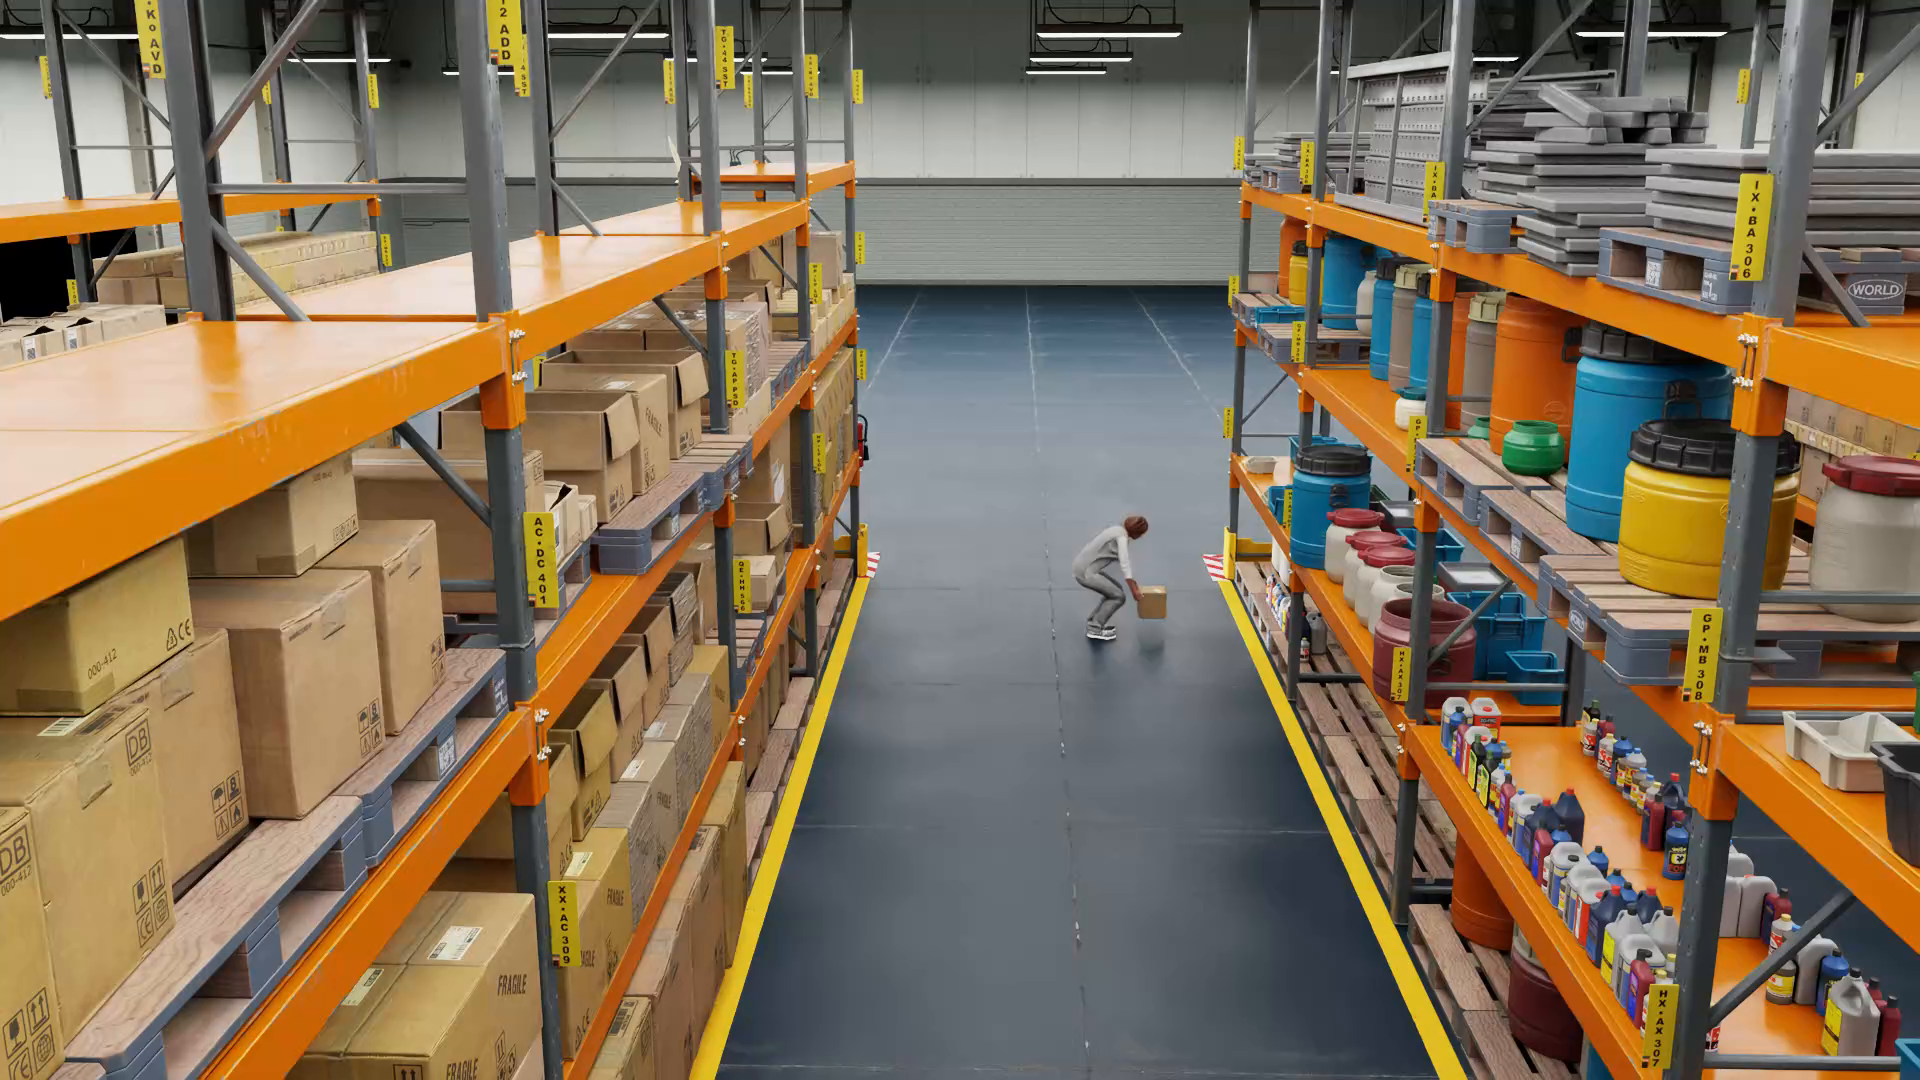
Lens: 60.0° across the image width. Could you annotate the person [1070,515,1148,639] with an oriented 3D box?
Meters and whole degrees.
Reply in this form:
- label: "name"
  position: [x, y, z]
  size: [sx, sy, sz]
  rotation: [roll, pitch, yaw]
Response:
- label: "person"
  position: [1.395, 0.336, 15.616]
  size: [0.721, 1.148, 0.463]
  rotation: [0, 14, 2]
